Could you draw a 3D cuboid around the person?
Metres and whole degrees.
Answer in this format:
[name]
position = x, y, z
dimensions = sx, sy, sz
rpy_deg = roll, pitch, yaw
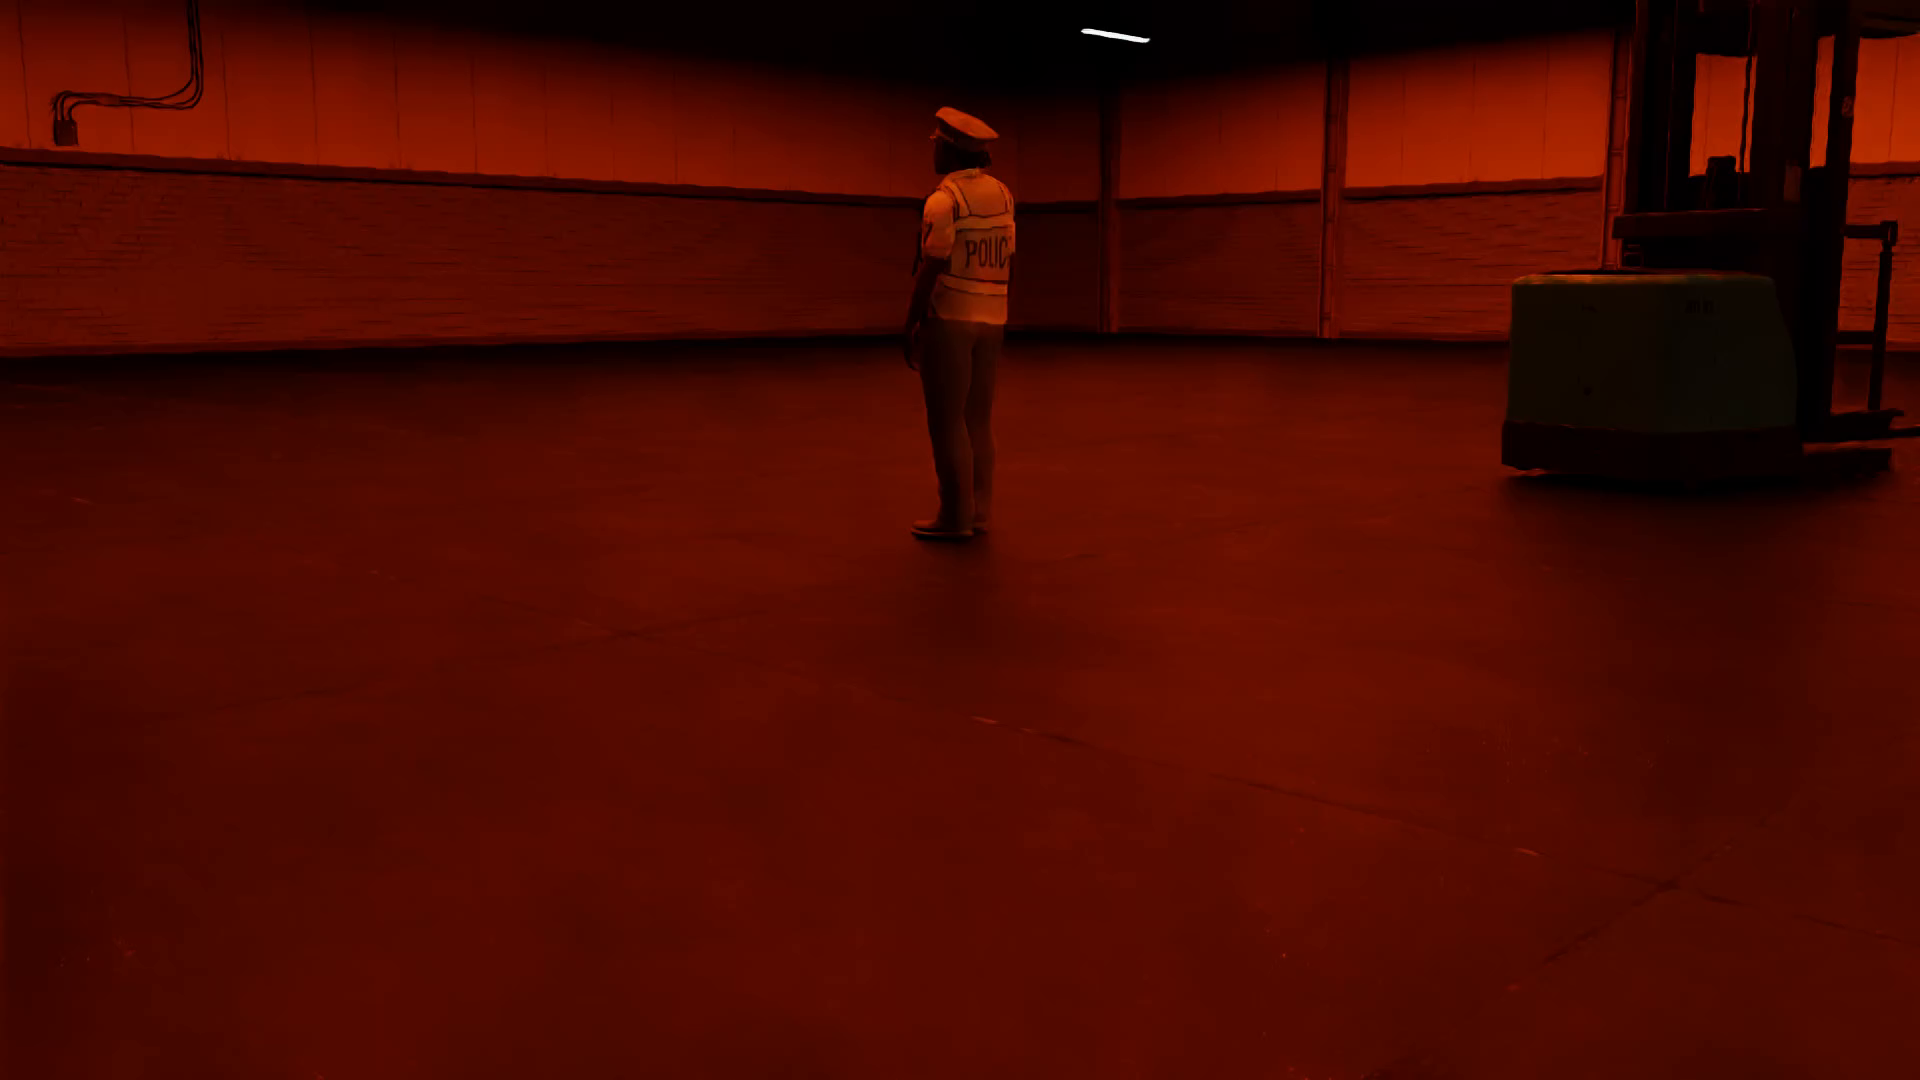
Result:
[person]
position = -0.040, -0.855, 6.656
dimensions = 0.529, 1.695, 0.570
rpy_deg = 8, 12, 43

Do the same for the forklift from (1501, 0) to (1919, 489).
[forklift]
position = 4.440, -1.837, 9.073
dimensions = 3.031, 2.935, 1.130
rpy_deg = -5, 10, -30
